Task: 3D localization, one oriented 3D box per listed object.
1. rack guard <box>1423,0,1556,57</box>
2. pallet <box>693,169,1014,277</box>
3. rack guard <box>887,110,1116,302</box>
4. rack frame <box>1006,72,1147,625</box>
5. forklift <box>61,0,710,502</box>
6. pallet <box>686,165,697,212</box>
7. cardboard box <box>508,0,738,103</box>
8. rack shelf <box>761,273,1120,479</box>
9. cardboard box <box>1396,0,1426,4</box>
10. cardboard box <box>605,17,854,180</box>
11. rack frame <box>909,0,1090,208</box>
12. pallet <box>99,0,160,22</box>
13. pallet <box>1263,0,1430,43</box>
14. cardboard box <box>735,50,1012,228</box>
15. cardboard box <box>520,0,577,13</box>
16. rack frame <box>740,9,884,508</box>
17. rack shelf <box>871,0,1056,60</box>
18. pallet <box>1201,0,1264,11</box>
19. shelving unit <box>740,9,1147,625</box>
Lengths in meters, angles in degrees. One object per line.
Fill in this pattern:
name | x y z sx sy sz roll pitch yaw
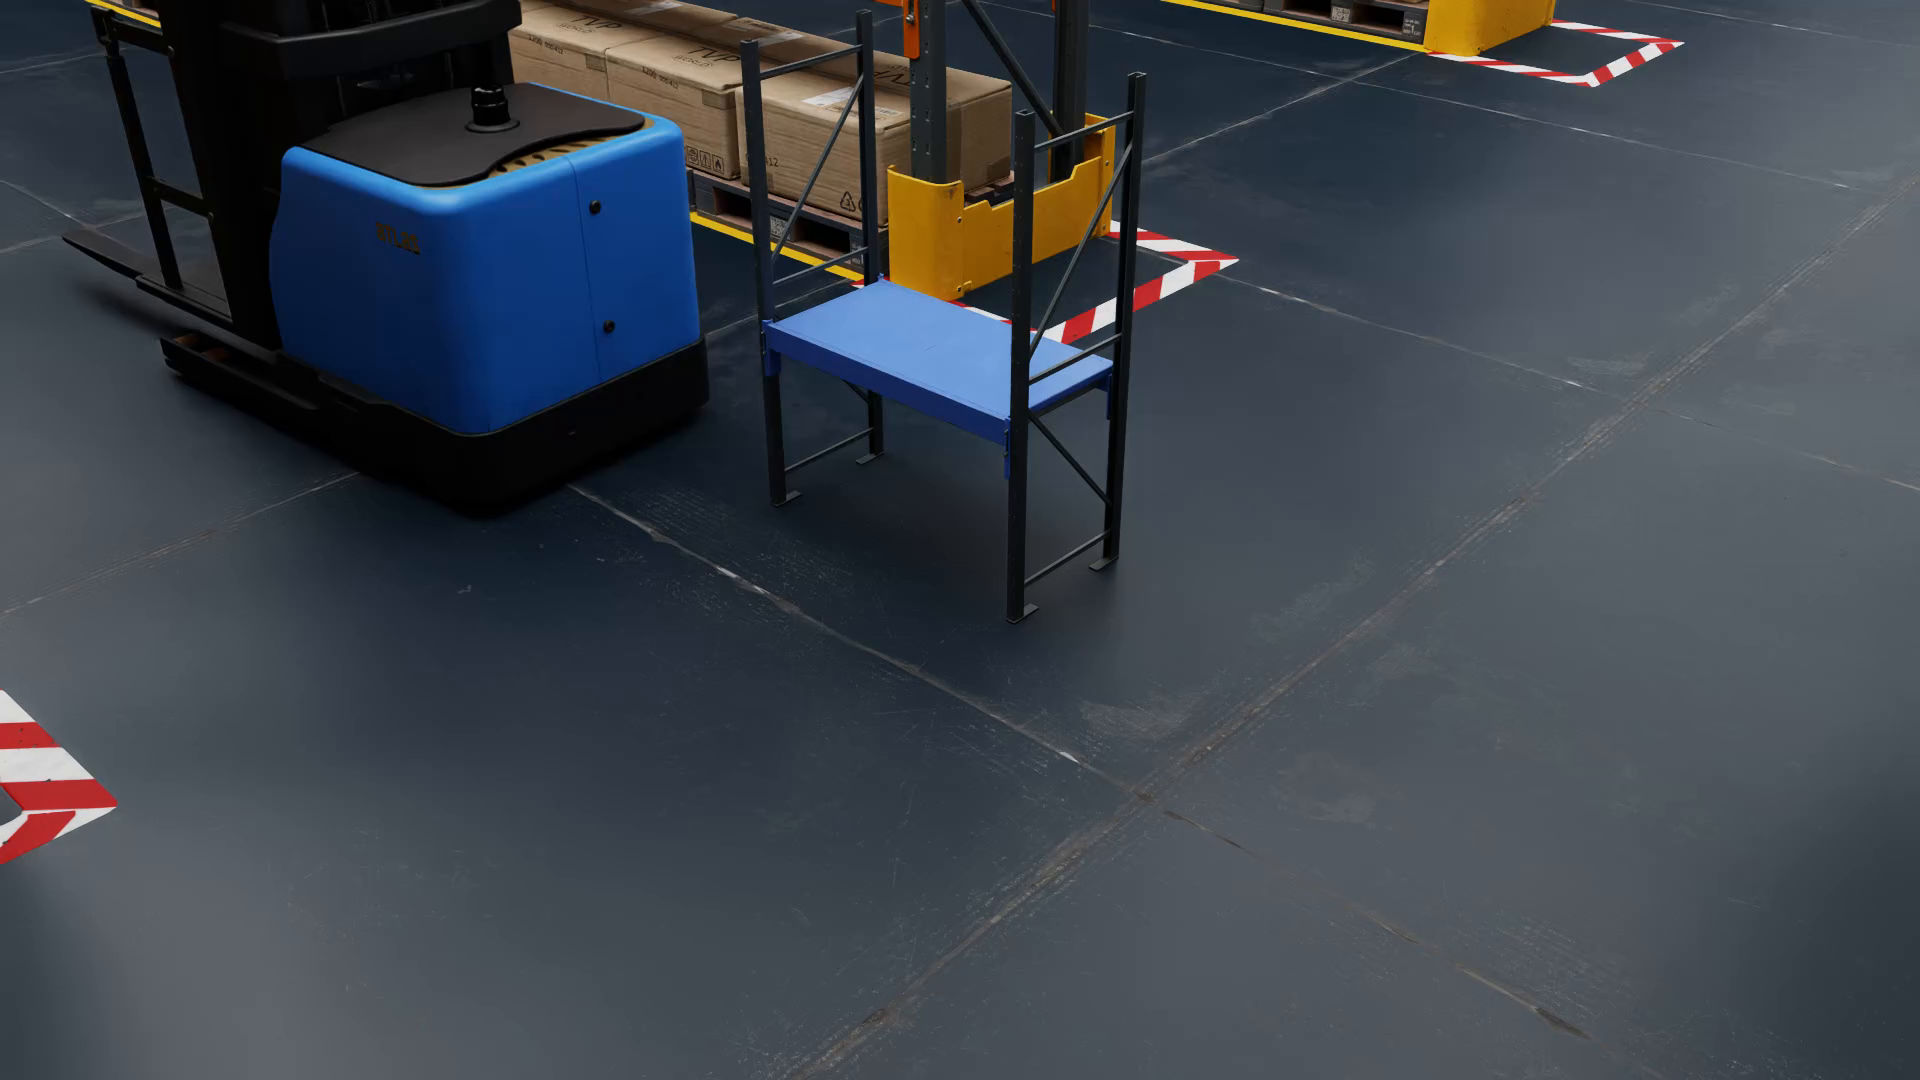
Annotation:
rack guard | 3.368 -3.429 10.462 0.348 0.500 1.175 25 39 35
pallet | -0.468 -1.598 7.700 1.213 0.211 1.003 25 39 35
rack guard | 0.196 -1.467 7.202 0.348 0.500 1.175 25 39 35
rack frame | 0.314 -0.496 4.620 0.032 1.500 0.500 25 39 35
forklift | -2.362 -1.989 5.712 3.031 2.935 1.130 22 38 32
pallet | -1.368 -2.021 8.402 1.213 0.211 1.003 25 39 35
cardboard box | -1.730 -2.445 8.480 0.875 0.438 0.875 24 38 34
rack shelf | -0.063 -0.518 5.005 1.000 0.185 0.538 25 39 35
cardboard box | 2.894 -3.535 10.571 0.250 0.149 0.380 26 40 36
cardboard box | -1.063 -2.132 7.960 0.875 0.438 0.875 26 40 36
rack frame | 0.178 -2.546 6.571 0.127 3.000 1.000 25 39 35
pallet | -5.220 -3.819 11.388 1.213 0.211 1.003 25 39 35
pallet | 2.789 -3.600 11.026 1.213 0.211 1.003 25 39 35
cardboard box | -0.379 -1.819 7.440 0.875 0.438 0.875 24 38 34
cardboard box | -2.395 -2.754 8.994 0.875 0.438 0.875 24 39 34
rack frame | -0.440 -0.848 5.204 0.032 1.500 0.500 25 39 35
rack shelf | -1.305 -2.930 7.906 4.000 0.370 1.077 25 39 35
pallet | 1.889 -4.023 11.727 1.213 0.211 1.003 25 39 35
shelving unit | -0.063 -0.672 4.912 1.048 1.500 0.538 25 39 35
